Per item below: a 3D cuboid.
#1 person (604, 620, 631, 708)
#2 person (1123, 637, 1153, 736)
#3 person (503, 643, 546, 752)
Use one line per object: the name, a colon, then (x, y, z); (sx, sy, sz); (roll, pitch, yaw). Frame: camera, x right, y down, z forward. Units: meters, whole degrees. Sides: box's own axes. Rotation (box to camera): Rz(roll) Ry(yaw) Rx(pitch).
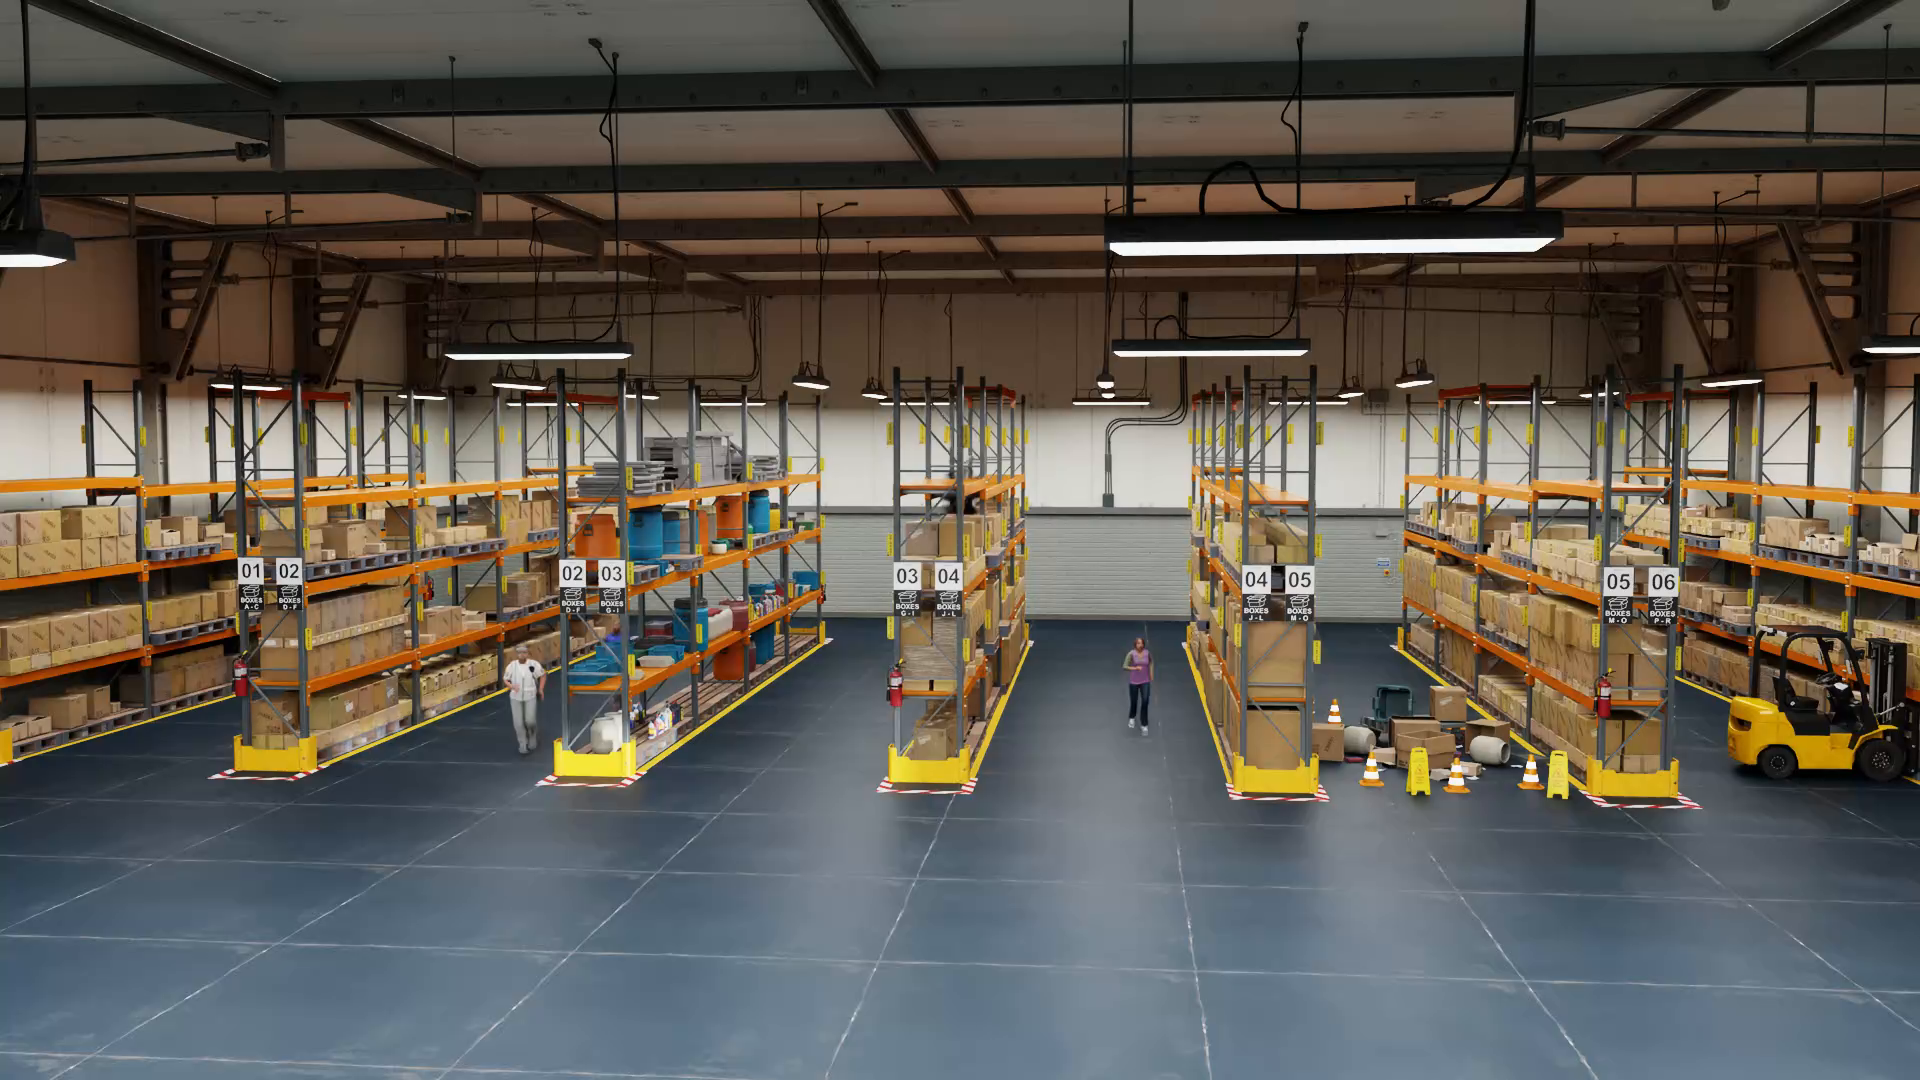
person: (-6.369, 2.292, 30.880); (0.583, 1.615, 0.558); (0, 4, 3)
person: (3.014, 2.441, 28.105); (0.565, 1.631, 0.778); (0, 4, -6)
person: (-6.882, 2.496, 26.261); (0.651, 1.738, 0.607); (-1, 4, -10)
